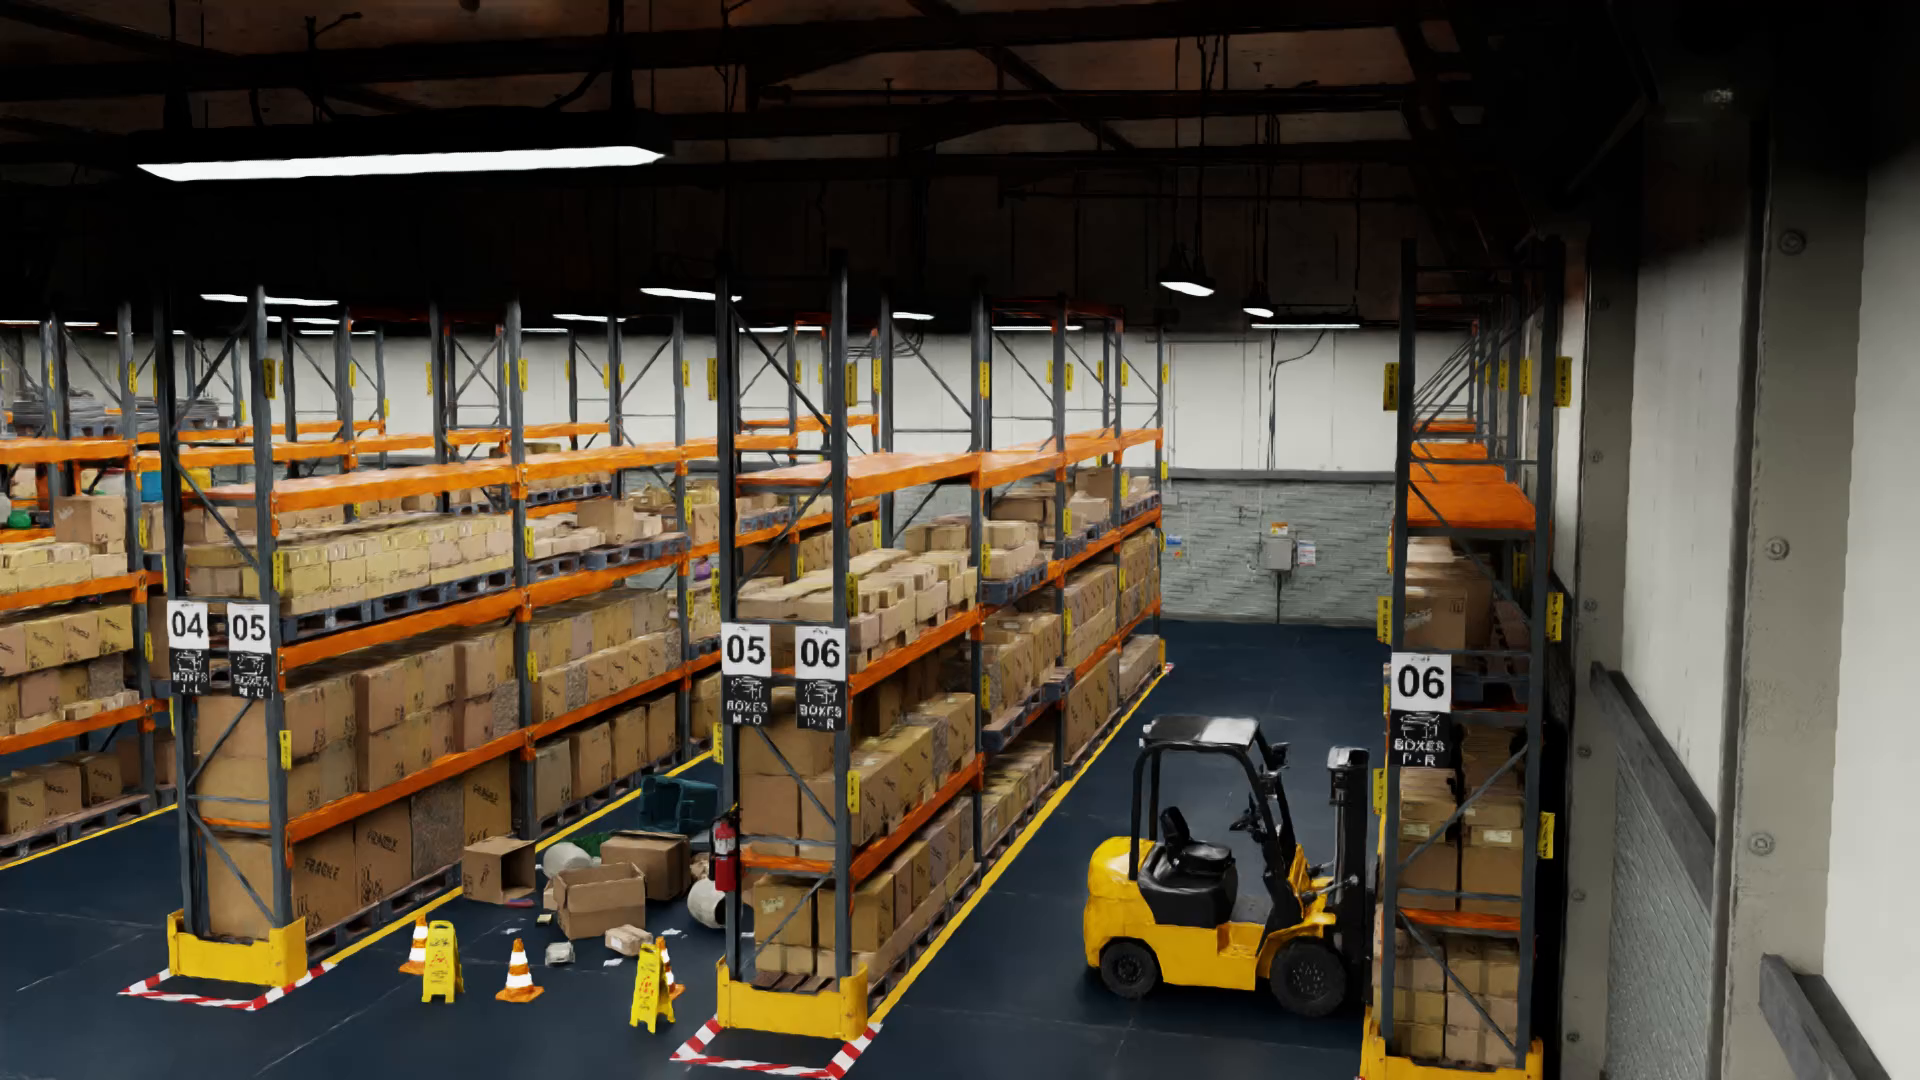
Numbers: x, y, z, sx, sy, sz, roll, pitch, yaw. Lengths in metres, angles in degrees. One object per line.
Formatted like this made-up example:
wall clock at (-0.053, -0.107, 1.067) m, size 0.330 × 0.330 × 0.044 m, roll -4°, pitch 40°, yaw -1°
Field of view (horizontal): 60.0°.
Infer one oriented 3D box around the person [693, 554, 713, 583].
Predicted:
person at (-5.020, 0.948, 32.593) m, size 0.419 × 1.513 × 1.037 m, roll 1°, pitch 6°, yaw 13°
